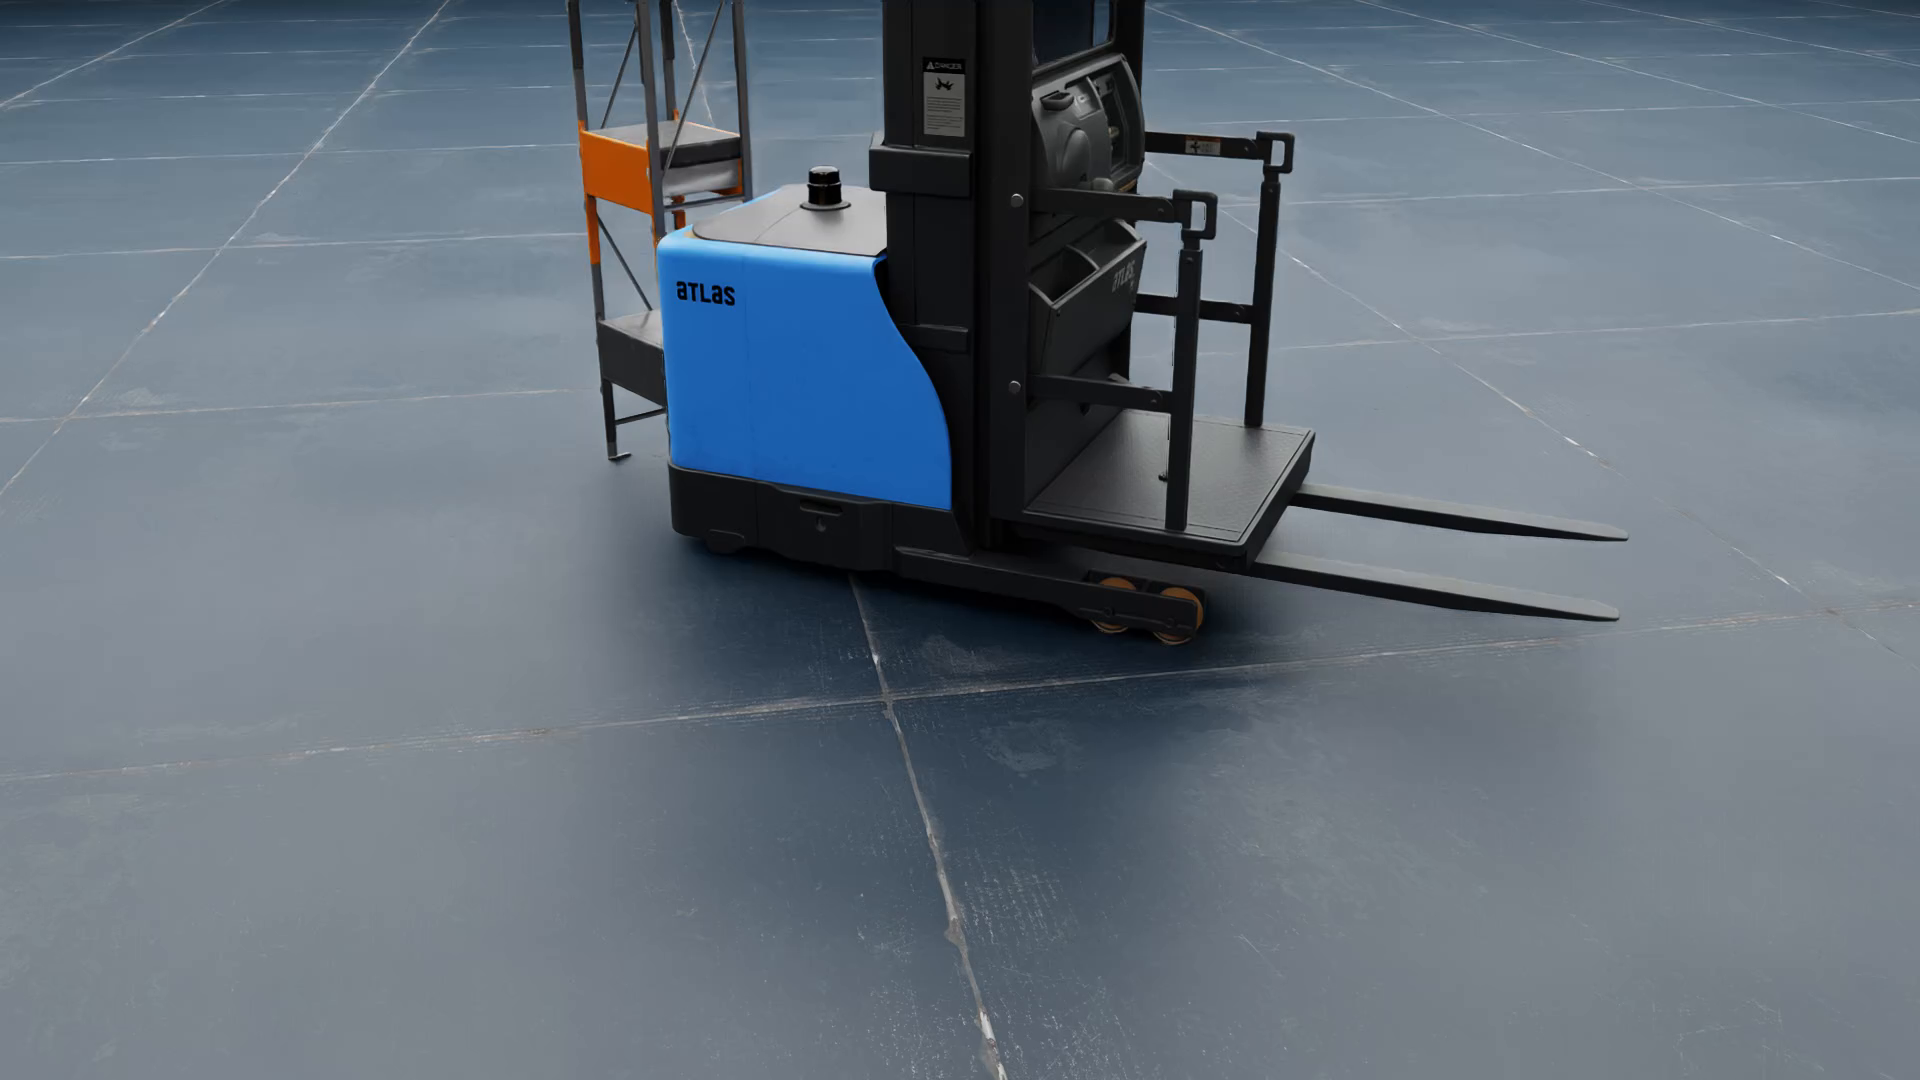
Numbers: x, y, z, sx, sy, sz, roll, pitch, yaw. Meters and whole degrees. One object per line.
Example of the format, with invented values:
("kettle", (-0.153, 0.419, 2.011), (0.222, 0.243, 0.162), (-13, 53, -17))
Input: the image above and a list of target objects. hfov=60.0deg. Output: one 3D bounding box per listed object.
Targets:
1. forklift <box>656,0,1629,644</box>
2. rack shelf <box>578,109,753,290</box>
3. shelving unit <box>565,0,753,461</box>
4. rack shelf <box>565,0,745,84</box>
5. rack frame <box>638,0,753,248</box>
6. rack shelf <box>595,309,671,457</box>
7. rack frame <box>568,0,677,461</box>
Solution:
("forklift", (0.583, -1.270, 4.995), (3.031, 2.935, 1.130), (9, 25, 20))
("rack shelf", (-1.052, -1.237, 5.992), (0.431, 0.518, 0.480), (-19, 30, -36))
("shelving unit", (-1.052, -1.249, 5.986), (0.431, 2.100, 0.503), (-19, 30, -36))
("rack shelf", (-1.052, -1.878, 5.712), (0.431, 0.518, 0.480), (-19, 30, -36))
("rack frame", (-0.895, -1.174, 5.816), (0.400, 2.100, 0.015), (-19, 30, -36))
("rack shelf", (-1.052, -0.595, 6.272), (0.431, 0.518, 0.480), (-19, 30, -36))
("rack frame", (-1.210, -1.324, 6.157), (0.400, 2.100, 0.015), (-19, 30, -36))
